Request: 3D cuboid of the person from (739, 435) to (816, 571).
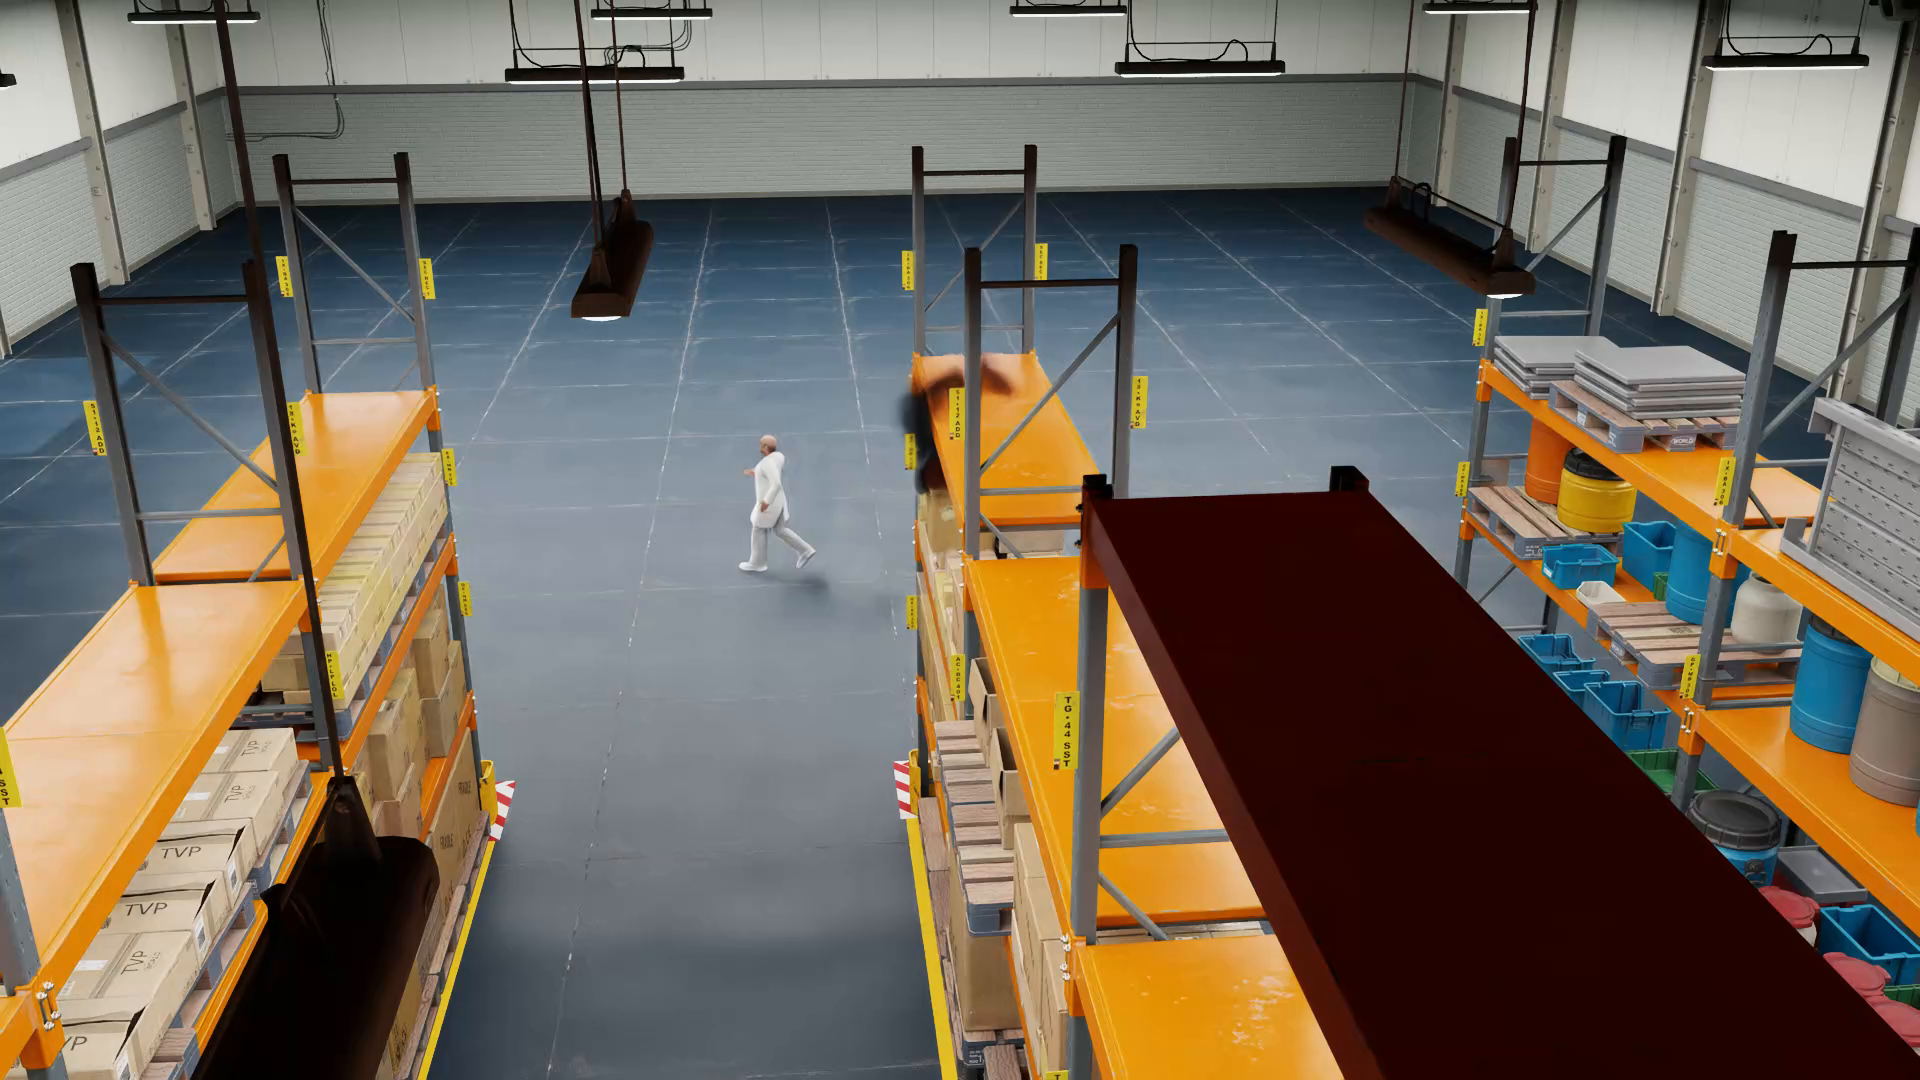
[{"bbox_3d":[-2.261,-0.431,20.260,1.001,1.767,0.713,7,23,17],"label":"person"}]
